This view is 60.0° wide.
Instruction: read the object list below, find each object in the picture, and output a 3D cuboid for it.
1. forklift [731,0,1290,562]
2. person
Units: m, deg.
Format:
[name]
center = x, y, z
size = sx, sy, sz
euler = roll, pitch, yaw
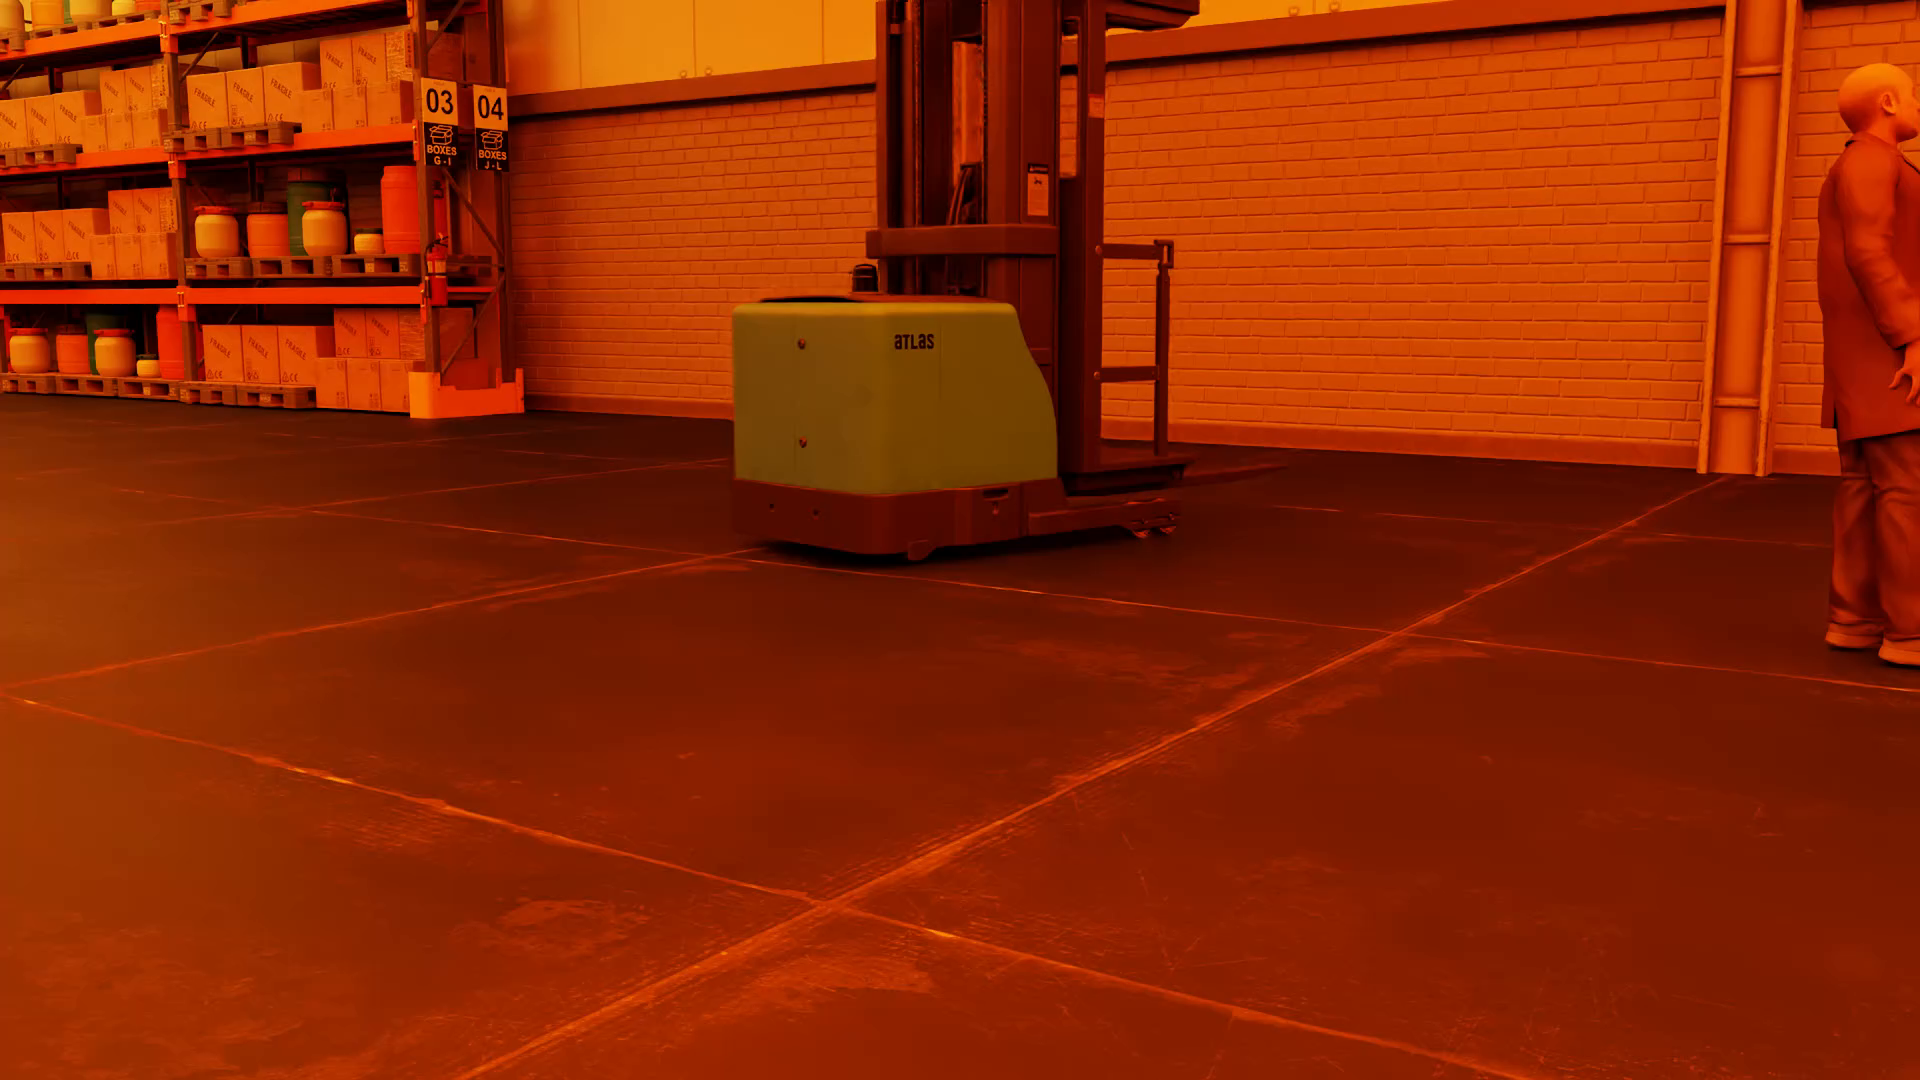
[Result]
[forklift]
center = 0.410, -1.513, 7.833
size = 3.031, 2.935, 1.130
euler = -7, 11, -42
[person]
center = 2.891, -0.494, 5.033
size = 0.582, 1.685, 0.695
euler = 3, 9, 19
